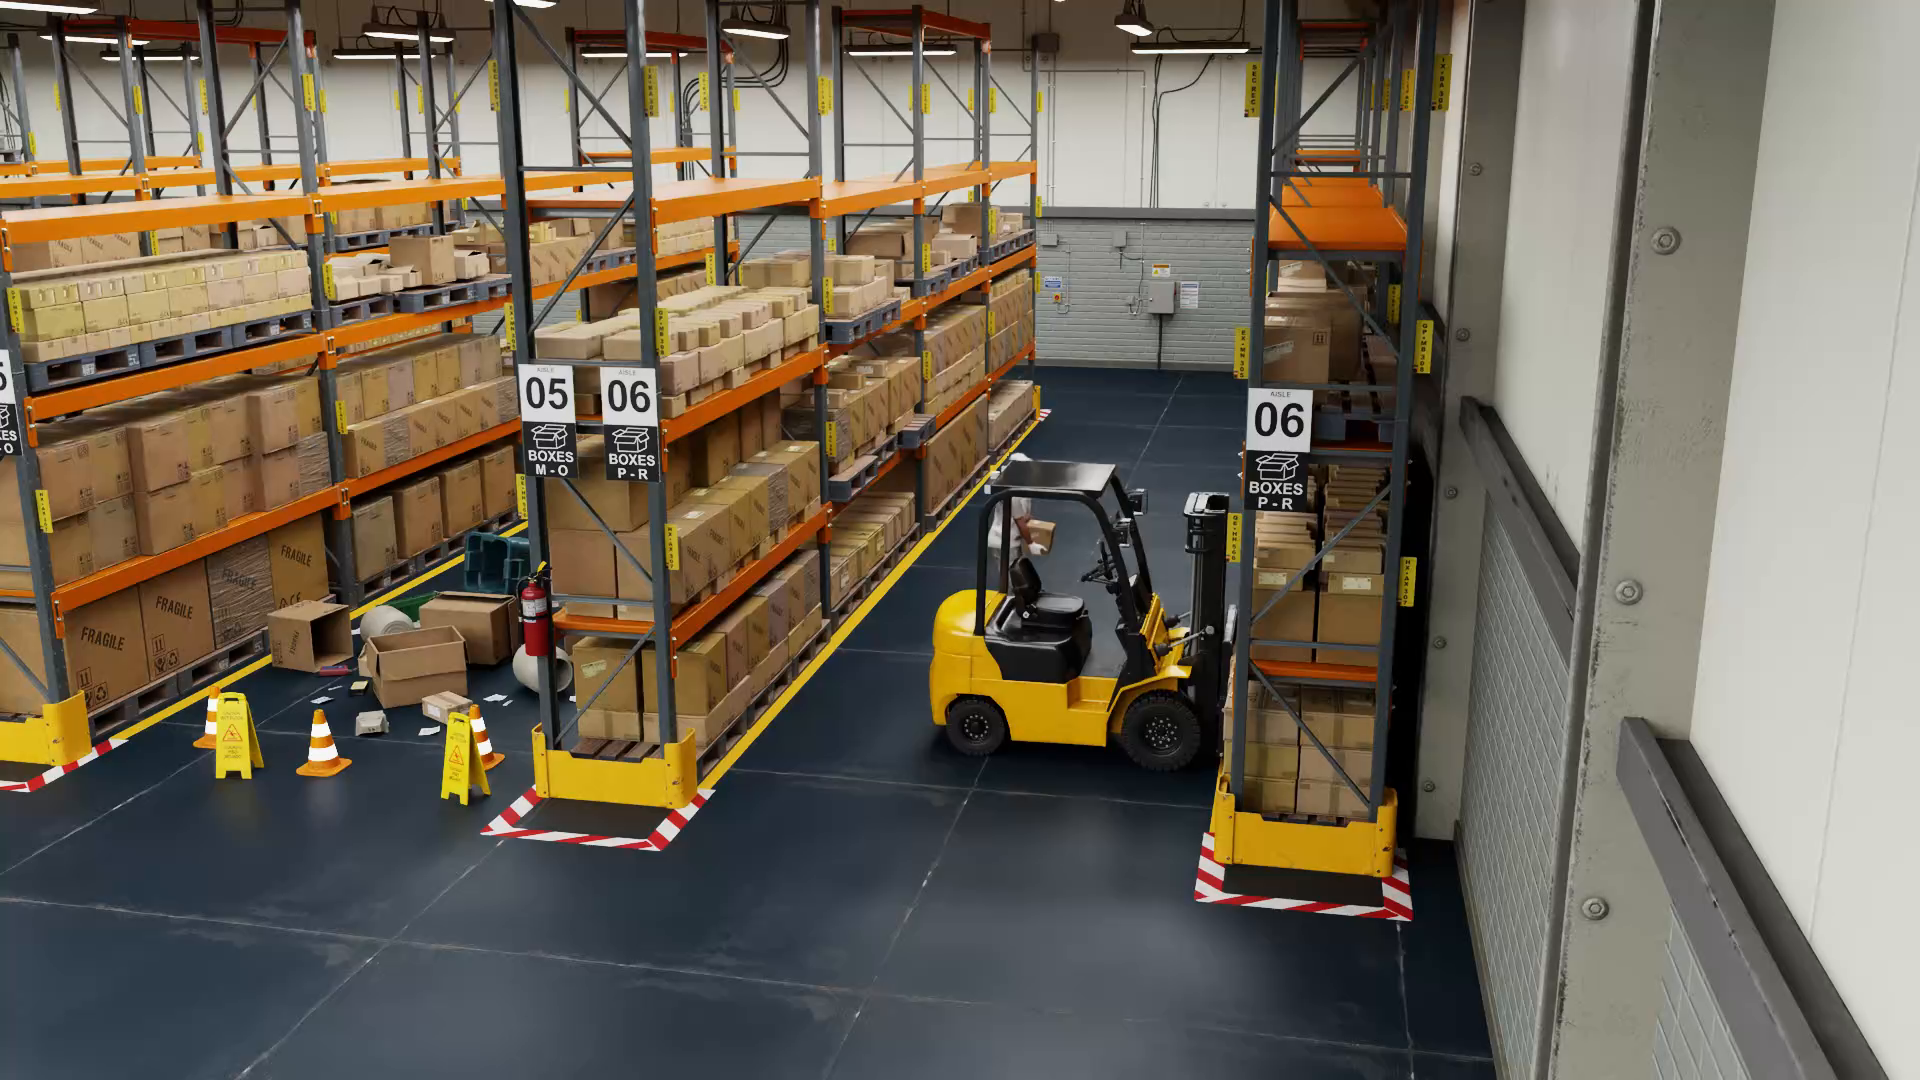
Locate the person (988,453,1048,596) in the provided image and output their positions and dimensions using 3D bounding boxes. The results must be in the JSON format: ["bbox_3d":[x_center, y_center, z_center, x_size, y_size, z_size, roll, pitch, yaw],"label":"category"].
[{"bbox_3d":[0.562,0.048,15.802,0.588,1.773,0.492,3,15,10],"label":"person"}]
